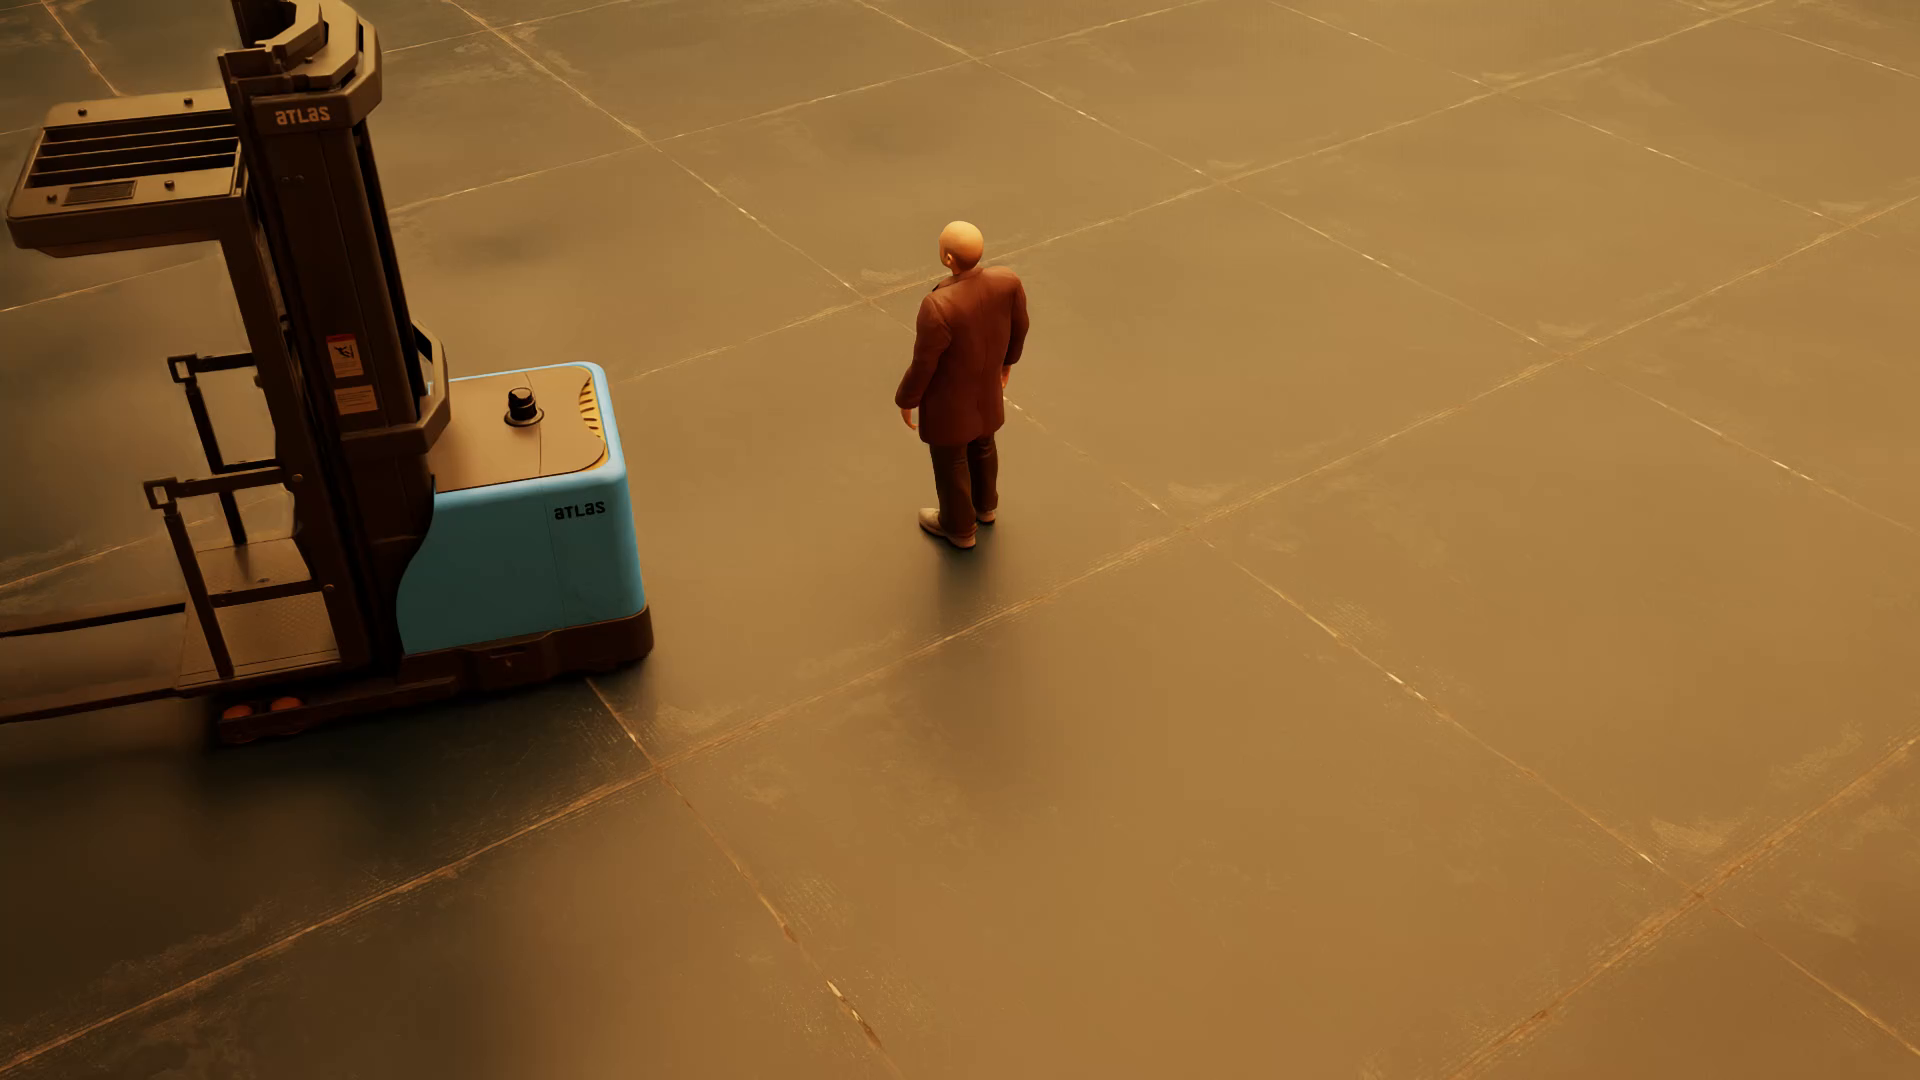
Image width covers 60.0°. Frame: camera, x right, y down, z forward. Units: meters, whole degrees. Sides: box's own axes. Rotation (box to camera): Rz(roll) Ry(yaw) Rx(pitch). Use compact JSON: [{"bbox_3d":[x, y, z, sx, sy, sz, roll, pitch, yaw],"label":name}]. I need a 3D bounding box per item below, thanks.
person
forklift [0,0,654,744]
[{"bbox_3d":[-0.048,-0.766,7.939,0.694,1.775,0.582,-23,42,-28],"label":"person"},{"bbox_3d":[-2.982,-0.647,6.819,3.031,2.935,1.130,-10,38,-13],"label":"forklift"}]
